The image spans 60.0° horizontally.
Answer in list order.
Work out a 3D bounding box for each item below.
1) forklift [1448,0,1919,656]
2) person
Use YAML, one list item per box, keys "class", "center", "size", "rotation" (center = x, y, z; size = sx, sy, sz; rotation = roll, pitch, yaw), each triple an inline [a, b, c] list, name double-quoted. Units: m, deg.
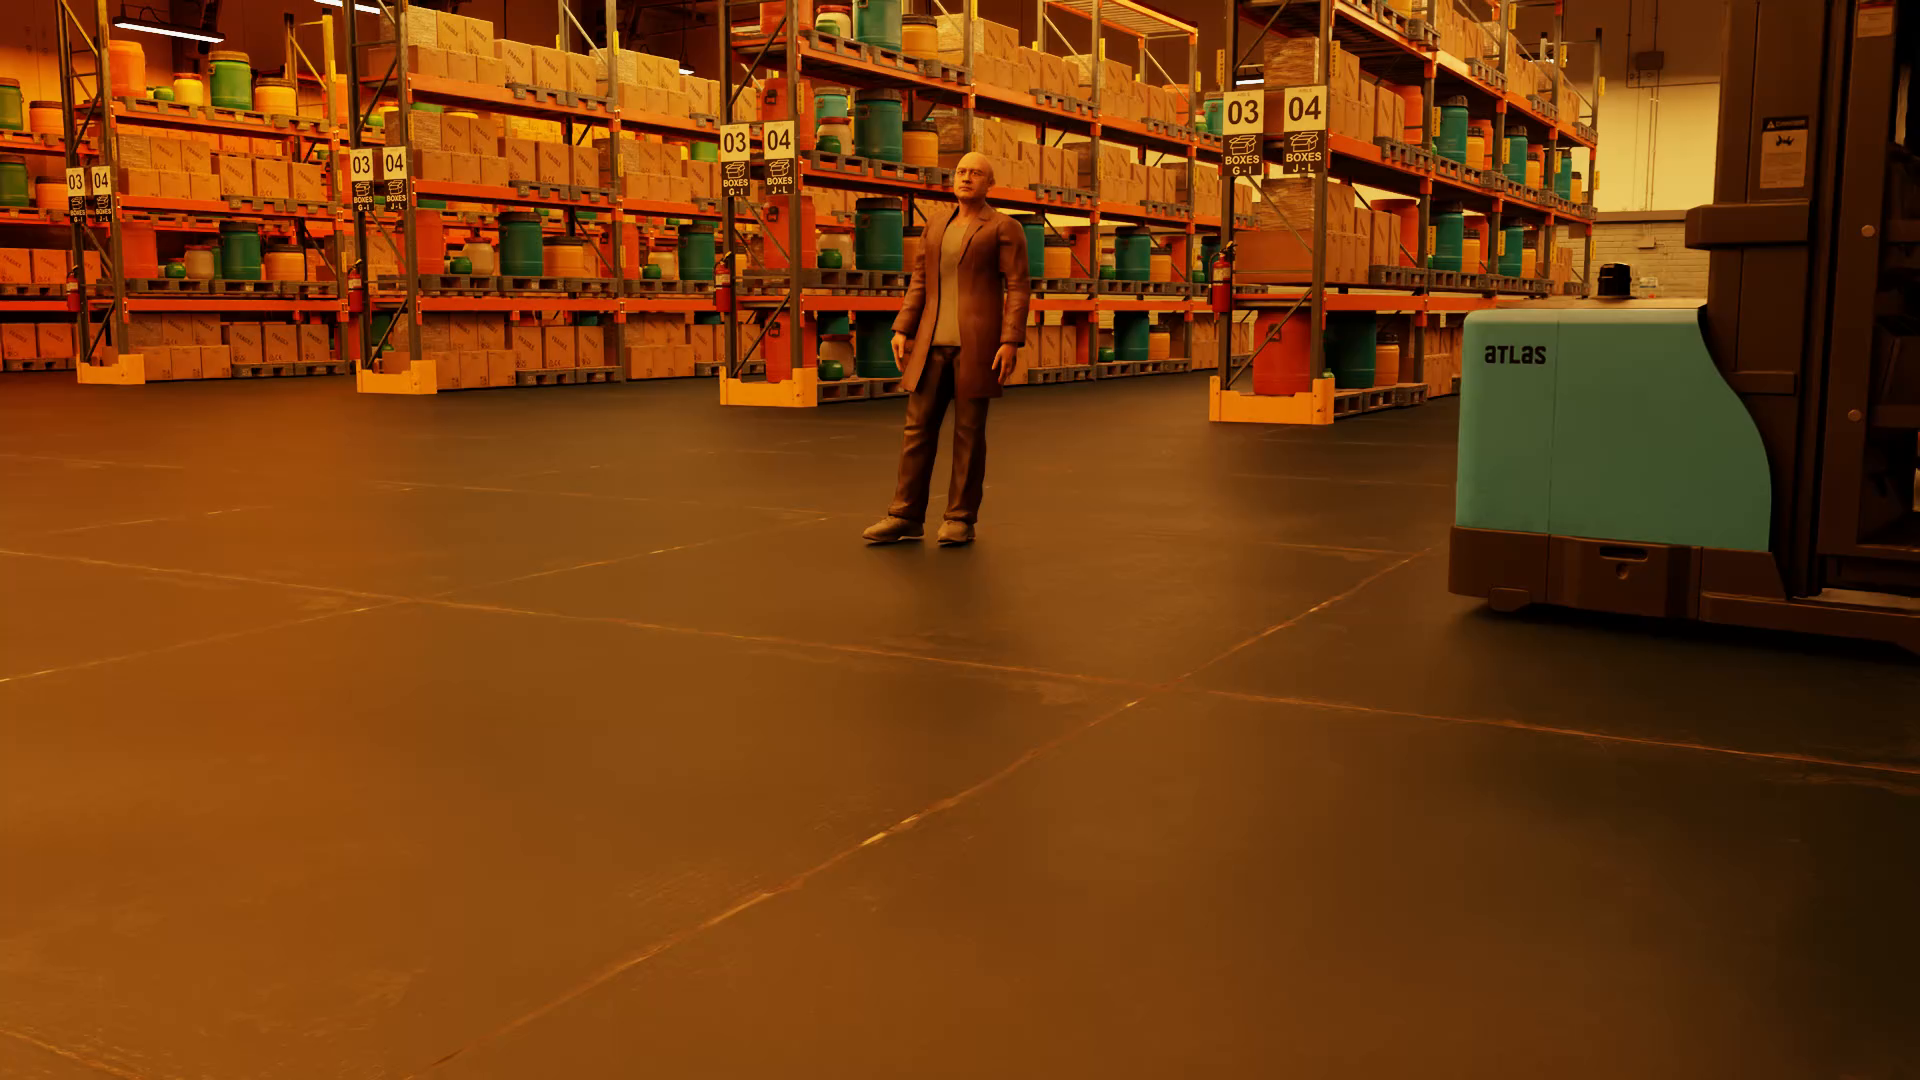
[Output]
- class: "forklift"
  center: [3.226, -1.123, 5.230]
  size: [3.031, 2.935, 1.130]
  rotation: [6, 10, 37]
- class: "person"
  center: [-0.048, -0.877, 7.613]
  size: [0.696, 1.778, 0.579]
  rotation: [4, 9, 29]
